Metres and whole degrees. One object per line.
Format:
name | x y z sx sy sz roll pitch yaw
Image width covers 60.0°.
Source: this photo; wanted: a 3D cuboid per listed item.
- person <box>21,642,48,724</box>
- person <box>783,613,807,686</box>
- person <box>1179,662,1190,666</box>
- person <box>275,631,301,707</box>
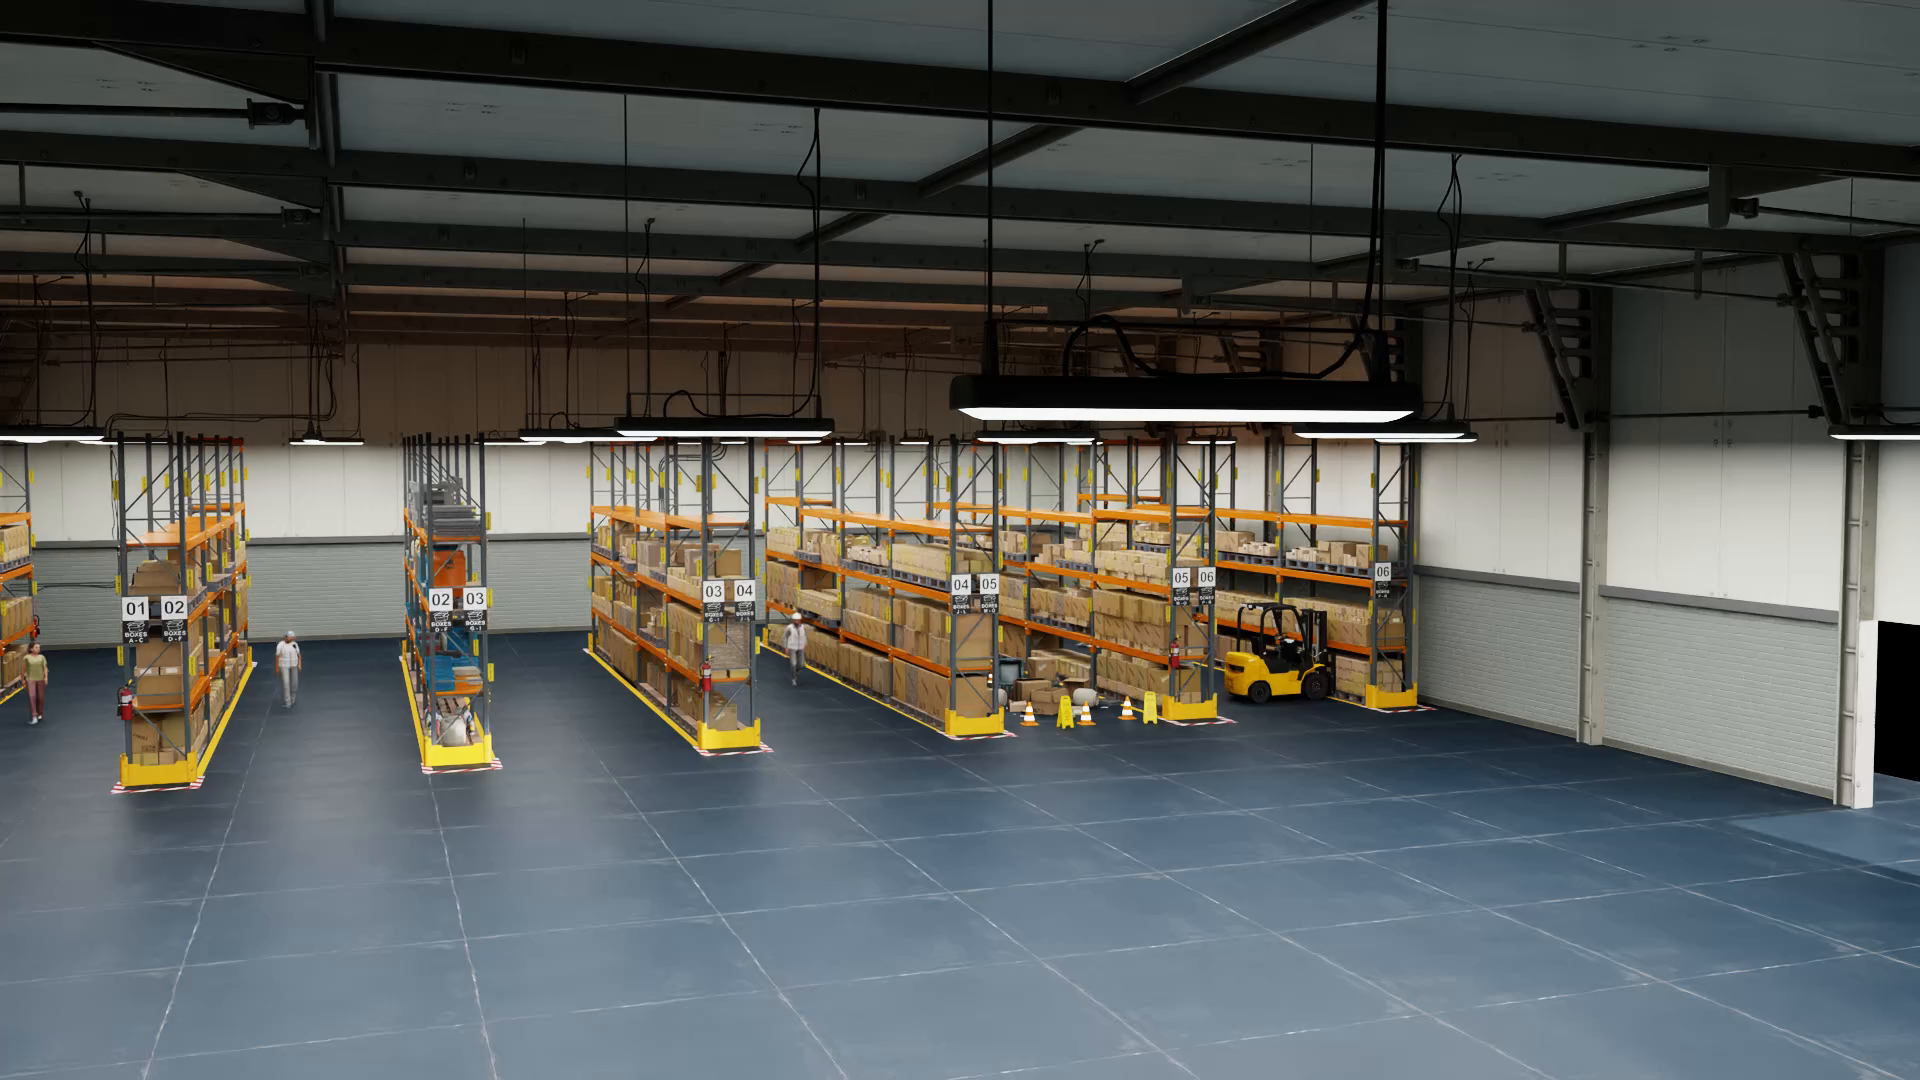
person | -19.327 2.973 34.820 0.472 1.663 0.762 -3 4 -43
person | -4.021 2.623 40.287 0.624 1.753 0.638 -2 4 -31
person | 5.261 2.706 39.554 0.649 1.660 0.774 -1 3 -18
person | -14.920 2.867 37.067 0.509 1.655 0.746 -3 4 -42
